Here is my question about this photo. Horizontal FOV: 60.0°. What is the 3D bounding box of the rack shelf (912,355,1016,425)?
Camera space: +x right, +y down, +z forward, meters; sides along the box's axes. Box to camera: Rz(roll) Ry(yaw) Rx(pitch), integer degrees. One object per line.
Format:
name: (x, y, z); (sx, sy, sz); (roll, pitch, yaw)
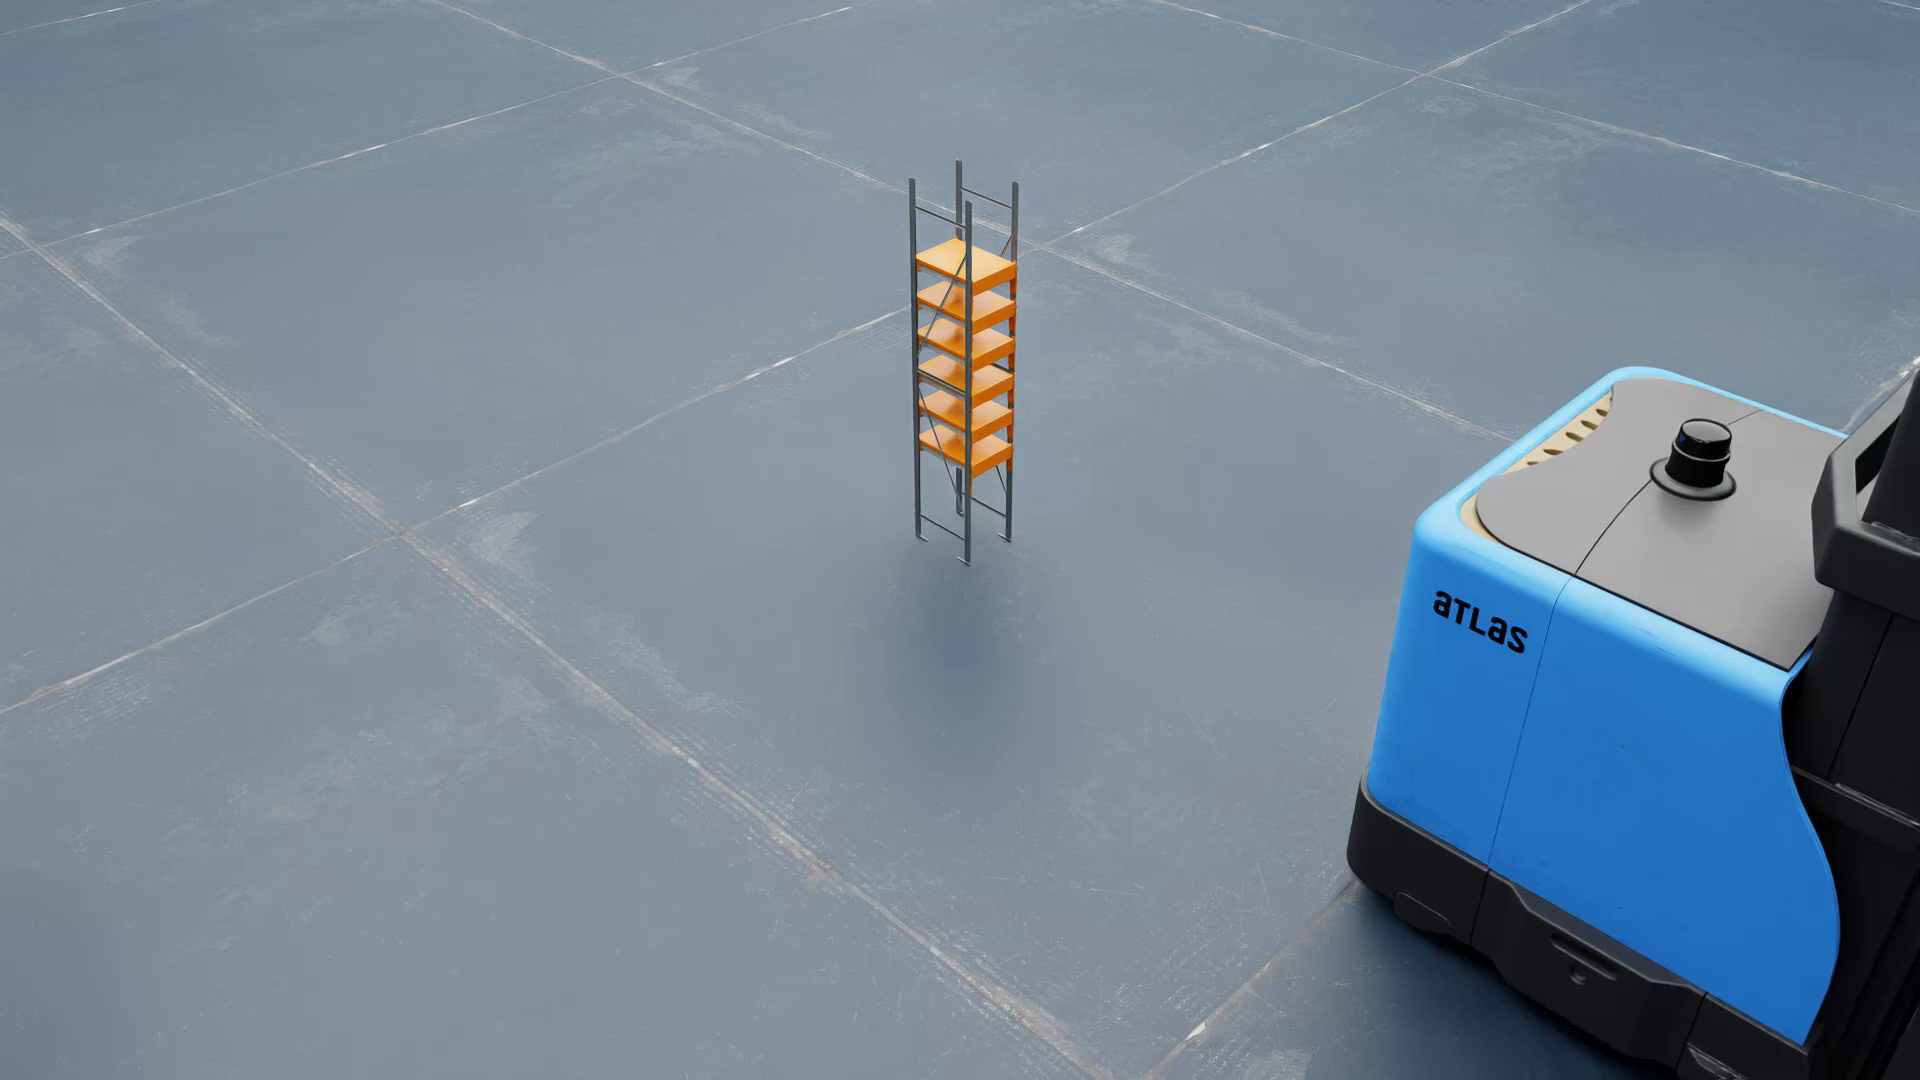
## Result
rack shelf: (0.010, -0.462, 4.941); (0.258, 0.103, 0.180); (30, 45, 35)

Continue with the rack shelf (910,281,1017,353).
rack shelf: (0.010, -0.658, 4.803); (0.258, 0.103, 0.180); (30, 45, 35)

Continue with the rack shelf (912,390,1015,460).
rack shelf: (0.010, -0.363, 5.009); (0.258, 0.103, 0.180); (30, 45, 35)

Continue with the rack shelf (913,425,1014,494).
rack shelf: (0.010, -0.265, 5.078); (0.258, 0.103, 0.180); (30, 45, 35)

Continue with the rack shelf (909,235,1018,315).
rack shelf: (0.010, -0.757, 4.735); (0.258, 0.103, 0.180); (30, 45, 35)

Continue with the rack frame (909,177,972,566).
rack frame: (-0.054, -0.461, 4.862); (0.240, 1.200, 0.006); (30, 45, 35)

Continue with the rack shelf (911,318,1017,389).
rack shelf: (0.010, -0.560, 4.872); (0.258, 0.103, 0.180); (30, 45, 35)

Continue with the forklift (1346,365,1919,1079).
forklift: (2.340, 0.023, 2.655); (3.031, 2.935, 1.130); (29, 44, 35)

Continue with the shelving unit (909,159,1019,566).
shelving unit: (0.010, -0.498, 4.915); (0.258, 1.200, 0.189); (30, 45, 35)

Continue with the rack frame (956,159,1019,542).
rack frame: (0.075, -0.535, 4.968); (0.240, 1.200, 0.006); (30, 45, 35)
